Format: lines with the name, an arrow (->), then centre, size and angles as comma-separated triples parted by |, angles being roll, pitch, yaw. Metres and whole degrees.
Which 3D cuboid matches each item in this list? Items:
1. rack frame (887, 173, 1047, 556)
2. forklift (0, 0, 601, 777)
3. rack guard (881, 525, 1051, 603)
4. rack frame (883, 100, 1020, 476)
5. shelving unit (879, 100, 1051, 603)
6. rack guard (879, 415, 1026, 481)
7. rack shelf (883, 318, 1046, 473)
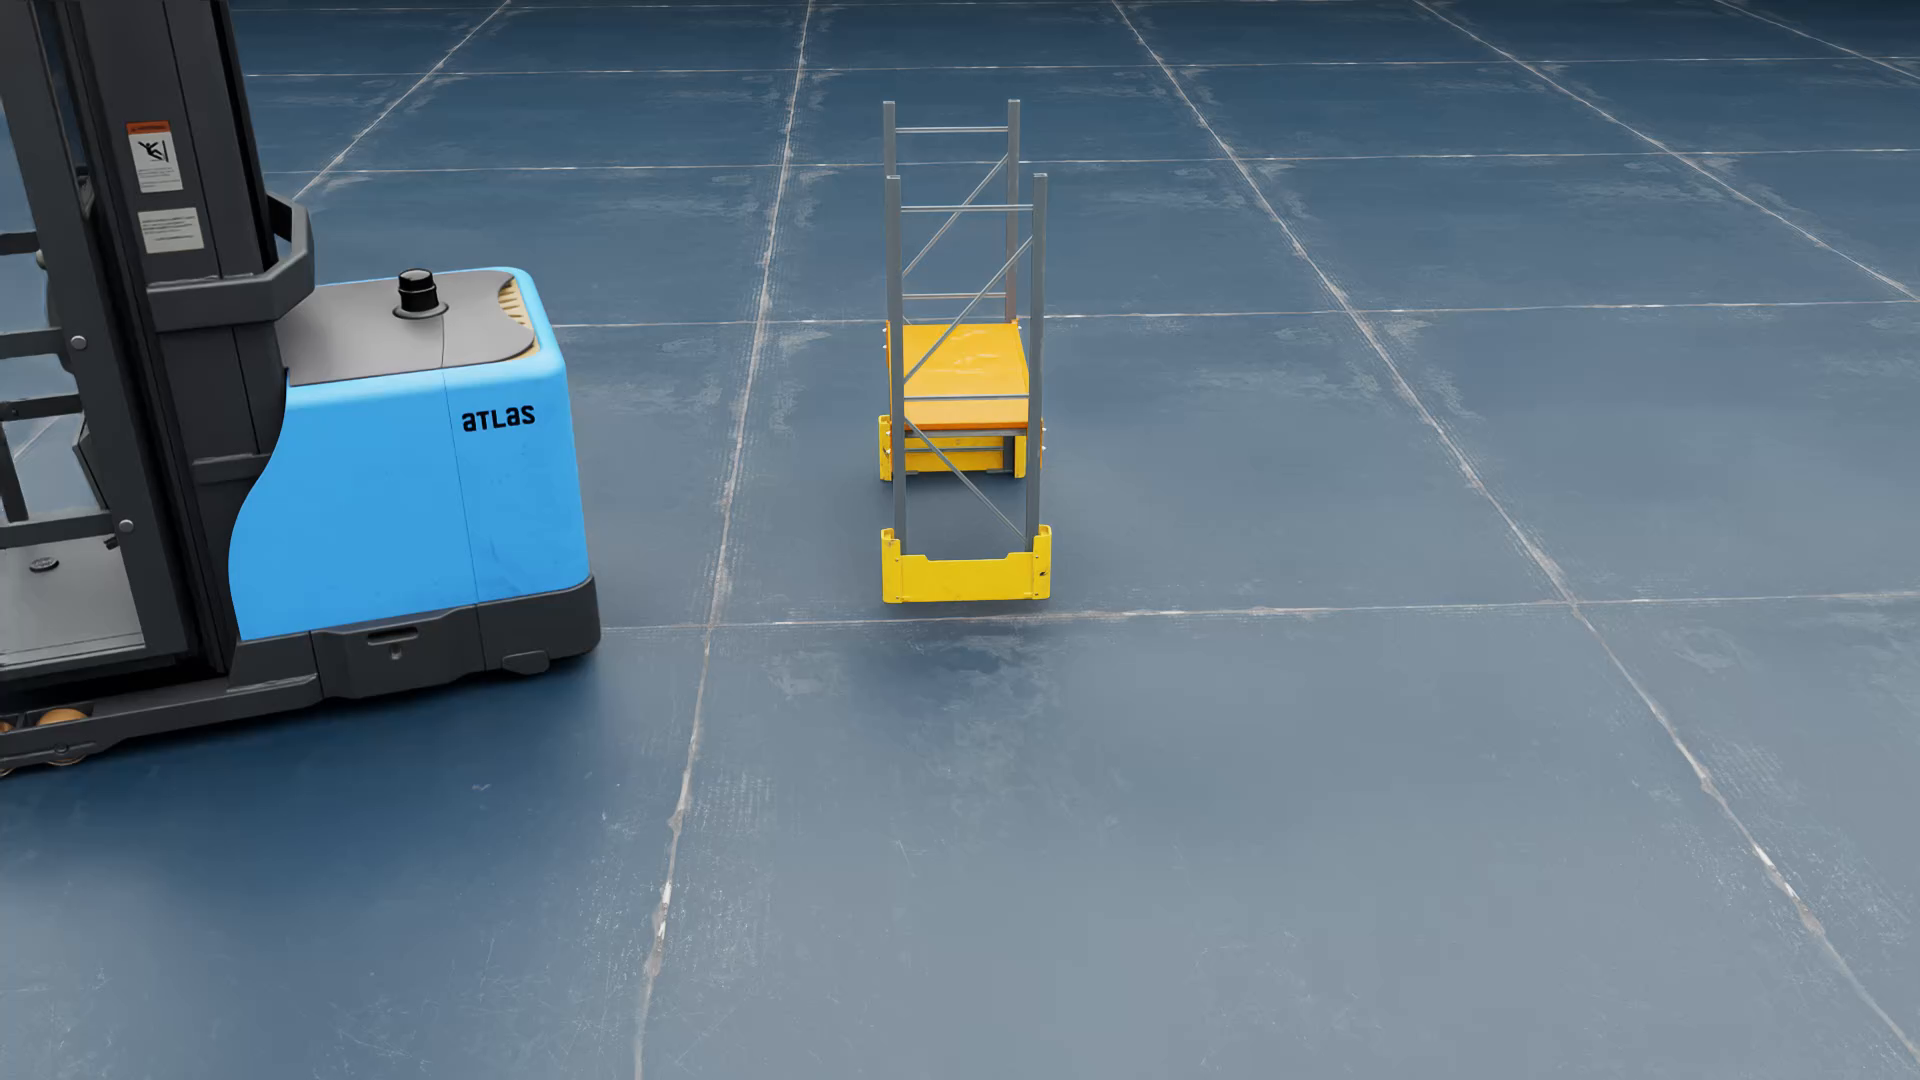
rack frame -> 0.022, -0.470, 5.529 | 0.500, 1.500, 0.032 | -1, 28, -3
forklift -> -2.755, -0.873, 4.754 | 3.031, 2.935, 1.130 | -9, 29, -17
rack guard -> 0.022, 0.084, 5.819 | 0.587, 0.250, 0.087 | -1, 28, -3
rack frame -> -0.031, -0.939, 6.429 | 0.500, 1.500, 0.032 | -1, 28, -3
shelving unit -> -0.004, -0.700, 5.971 | 0.587, 1.500, 1.083 | -1, 28, -3
rack guard -> -0.030, -0.376, 6.701 | 0.587, 0.250, 0.087 | -1, 28, -3
rack shelf -> -0.004, -0.545, 6.062 | 0.538, 0.185, 1.000 | -1, 28, -3
